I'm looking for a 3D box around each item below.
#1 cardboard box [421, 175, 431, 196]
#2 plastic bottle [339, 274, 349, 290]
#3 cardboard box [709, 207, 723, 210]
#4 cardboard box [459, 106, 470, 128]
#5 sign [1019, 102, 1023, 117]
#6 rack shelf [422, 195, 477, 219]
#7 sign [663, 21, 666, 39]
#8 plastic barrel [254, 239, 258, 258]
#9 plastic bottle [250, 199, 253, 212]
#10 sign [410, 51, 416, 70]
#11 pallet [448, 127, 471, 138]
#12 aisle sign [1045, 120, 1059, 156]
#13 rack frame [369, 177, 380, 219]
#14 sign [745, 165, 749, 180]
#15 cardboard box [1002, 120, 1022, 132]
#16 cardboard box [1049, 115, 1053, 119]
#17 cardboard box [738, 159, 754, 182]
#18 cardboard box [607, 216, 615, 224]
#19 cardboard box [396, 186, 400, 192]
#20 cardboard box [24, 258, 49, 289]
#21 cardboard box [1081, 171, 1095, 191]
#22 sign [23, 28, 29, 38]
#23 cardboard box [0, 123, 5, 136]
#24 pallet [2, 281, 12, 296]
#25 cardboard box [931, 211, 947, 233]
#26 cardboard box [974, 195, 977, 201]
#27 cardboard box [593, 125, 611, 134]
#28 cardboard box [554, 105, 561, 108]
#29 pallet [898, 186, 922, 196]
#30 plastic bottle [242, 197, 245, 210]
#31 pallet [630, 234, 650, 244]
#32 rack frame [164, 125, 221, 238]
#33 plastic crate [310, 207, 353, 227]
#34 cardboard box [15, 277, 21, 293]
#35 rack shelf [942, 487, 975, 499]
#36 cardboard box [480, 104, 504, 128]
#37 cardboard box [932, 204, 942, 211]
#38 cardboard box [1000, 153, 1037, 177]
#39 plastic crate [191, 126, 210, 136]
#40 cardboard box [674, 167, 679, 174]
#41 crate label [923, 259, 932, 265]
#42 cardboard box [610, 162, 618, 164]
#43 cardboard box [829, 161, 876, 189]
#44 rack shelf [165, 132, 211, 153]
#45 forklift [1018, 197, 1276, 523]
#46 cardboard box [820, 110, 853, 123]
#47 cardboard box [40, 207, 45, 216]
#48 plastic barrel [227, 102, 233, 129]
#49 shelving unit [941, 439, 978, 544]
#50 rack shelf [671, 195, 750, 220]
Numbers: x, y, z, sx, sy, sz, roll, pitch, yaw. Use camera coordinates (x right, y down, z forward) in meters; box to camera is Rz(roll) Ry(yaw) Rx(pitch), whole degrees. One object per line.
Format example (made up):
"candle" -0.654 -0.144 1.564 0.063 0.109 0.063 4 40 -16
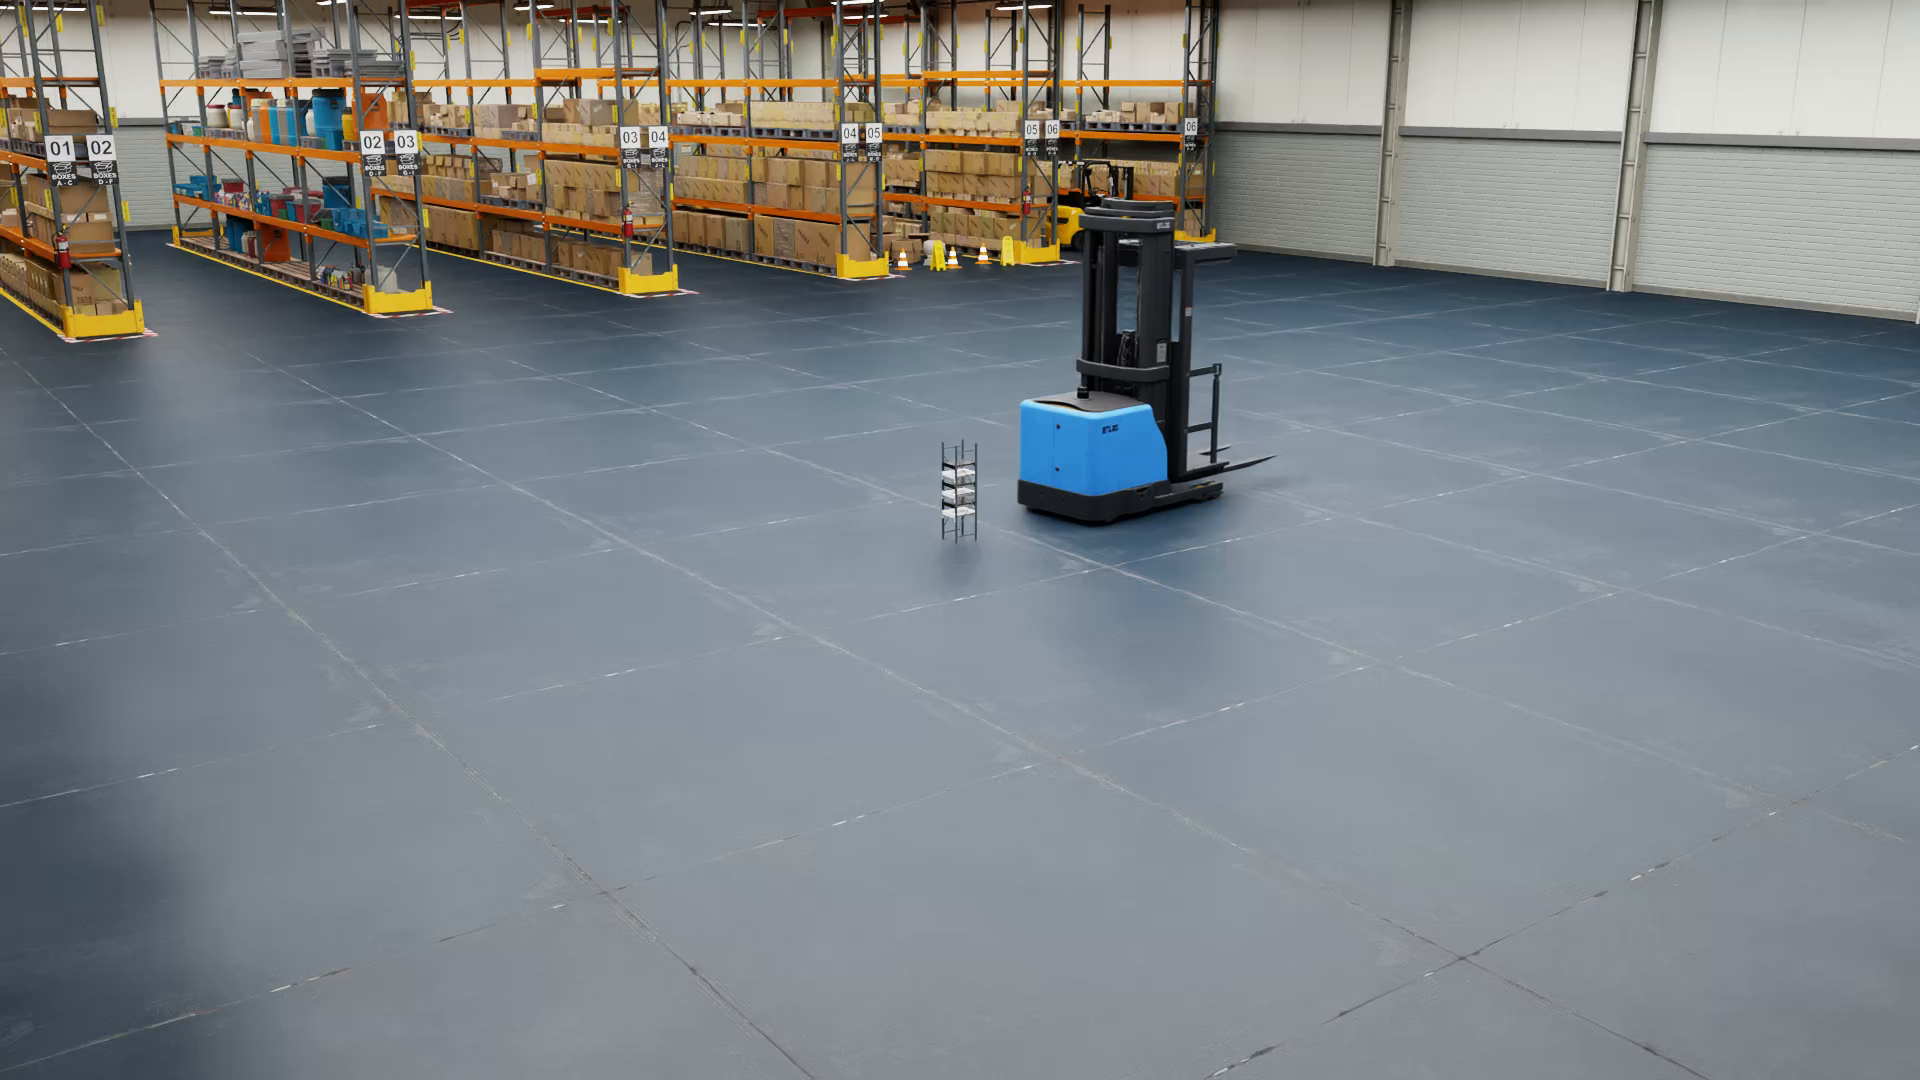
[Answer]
"cardboard box" -13.168 -8.886 41.672 0.500 0.500 0.500 -11 19 -34
"plastic bottle" -11.747 -4.924 31.712 0.152 0.276 0.135 -11 19 -34
"cardboard box" -7.103 -10.209 50.751 0.875 0.438 0.875 -12 19 -36
"cardboard box" -11.301 -9.939 39.035 0.797 0.503 0.637 -10 18 -31
"sign" 1.375 -9.743 37.631 0.100 0.325 0.005 -11 19 -35
"rack shelf" -12.060 -8.201 40.720 1.077 0.370 4.000 -11 19 -35
"sign" -5.741 -9.879 32.205 0.100 0.325 0.005 -11 19 -35
"plastic barrel" -15.596 -6.563 37.291 0.421 0.512 0.421 0 15 0
"plastic bottle" -15.473 -7.316 36.345 0.061 0.283 0.133 -11 19 -35
"sign" -9.739 -8.521 29.558 0.100 0.325 0.005 -11 19 -35
"pallet" -11.305 -9.606 39.166 1.213 0.211 1.003 -10 18 -32
"aisle sign" 2.123 -9.239 38.228 0.394 0.787 0.004 -11 19 -35
"rack frame" -15.588 -9.829 45.306 1.000 3.000 0.127 -11 19 -35
"sign" -4.894 -8.449 38.220 0.100 0.325 0.005 -11 19 -35
"cardboard box" 1.317 -9.536 38.274 0.500 0.250 0.500 -11 19 -35
"cardboard box" 2.605 -11.340 44.636 0.380 0.149 0.250 -11 19 -35
"cardboard box" -4.757 -8.651 38.917 0.700 0.500 0.500 -11 19 -35
"cardboard box" -6.850 -6.419 33.323 0.380 0.149 0.250 -11 19 -35
"cardboard box" -14.436 -9.142 43.273 0.380 0.149 0.250 -11 19 -35
"cardboard box" -16.528 -4.820 29.998 0.500 0.500 0.500 -11 19 -35
"cardboard box" 3.546 -9.489 43.874 0.500 0.500 0.500 -12 19 -36
"sign" -18.452 -10.091 32.831 0.100 0.325 0.005 -11 19 -35
"cardboard box" -18.587 -8.073 32.696 0.500 0.250 0.500 -13 20 -39
"pallet" -18.447 -5.057 33.153 1.003 0.211 1.213 -11 19 -35
"cardboard box" -0.388 -7.875 41.159 0.500 0.500 0.500 -10 18 -32
"cardboard box" 0.560 -8.206 39.851 0.380 0.149 0.250 -11 19 -35
"cardboard box" -7.070 -8.155 33.037 0.380 0.149 0.250 -11 19 -34
"cardboard box" -11.132 -12.102 46.511 0.380 0.149 0.250 -11 19 -34
"pallet" -0.848 -8.898 42.268 1.003 0.211 1.213 -11 19 -35
"plastic bottle" -15.891 -7.470 36.931 0.097 0.271 0.097 0 15 0
"pallet" -7.984 -7.952 43.728 1.003 0.211 1.213 -11 19 -35
"rack frame" -19.594 -9.060 42.497 1.000 3.000 0.127 -11 19 -35
"plastic crate" -12.334 -6.336 32.663 0.767 0.338 0.504 -11 19 -35
"cardboard box" -17.623 -4.867 31.590 0.500 0.250 0.500 -10 18 -33
"rack shelf" -0.005 -0.404 14.972 0.258 0.077 0.200 -11 19 -35
"cardboard box" -10.520 -9.608 37.679 0.500 0.500 0.500 -11 19 -34
"cardboard box" -0.494 -9.924 49.591 0.500 0.500 0.500 -12 19 -36
"cardboard box" 1.359 -8.700 38.534 0.700 0.500 0.500 -11 19 -36
"plastic crate" -18.036 -9.717 39.532 0.416 0.233 0.300 -11 19 -35
"cardboard box" -7.088 -9.423 42.376 0.380 0.149 0.250 -11 19 -36
"crate label" -0.671 -6.375 38.108 0.298 0.136 0.250 7 17 23
"cardboard box" -6.867 -7.461 34.006 0.500 0.500 0.500 -11 19 -35
"cardboard box" -2.296 -7.839 35.706 0.875 0.550 0.550 -11 19 -35
"rack shelf" -18.418 -9.733 40.636 1.077 0.370 4.000 -11 19 -35
"forklift" 1.984 -1.880 16.392 3.031 2.935 1.130 -14 20 -41
"cardboard box" -2.623 -8.991 35.296 0.500 0.250 0.500 -11 19 -34
"cardboard box" -15.632 -5.673 28.704 0.380 0.149 0.250 -11 19 -35
"plastic barrel" -16.541 -9.783 38.303 0.600 0.588 0.600 0 15 0
"shelving unit" -0.005 -0.436 14.964 0.258 0.900 0.210 -11 19 -35
"rack shelf" -5.637 -8.095 40.333 1.077 0.370 4.000 -11 19 -35
